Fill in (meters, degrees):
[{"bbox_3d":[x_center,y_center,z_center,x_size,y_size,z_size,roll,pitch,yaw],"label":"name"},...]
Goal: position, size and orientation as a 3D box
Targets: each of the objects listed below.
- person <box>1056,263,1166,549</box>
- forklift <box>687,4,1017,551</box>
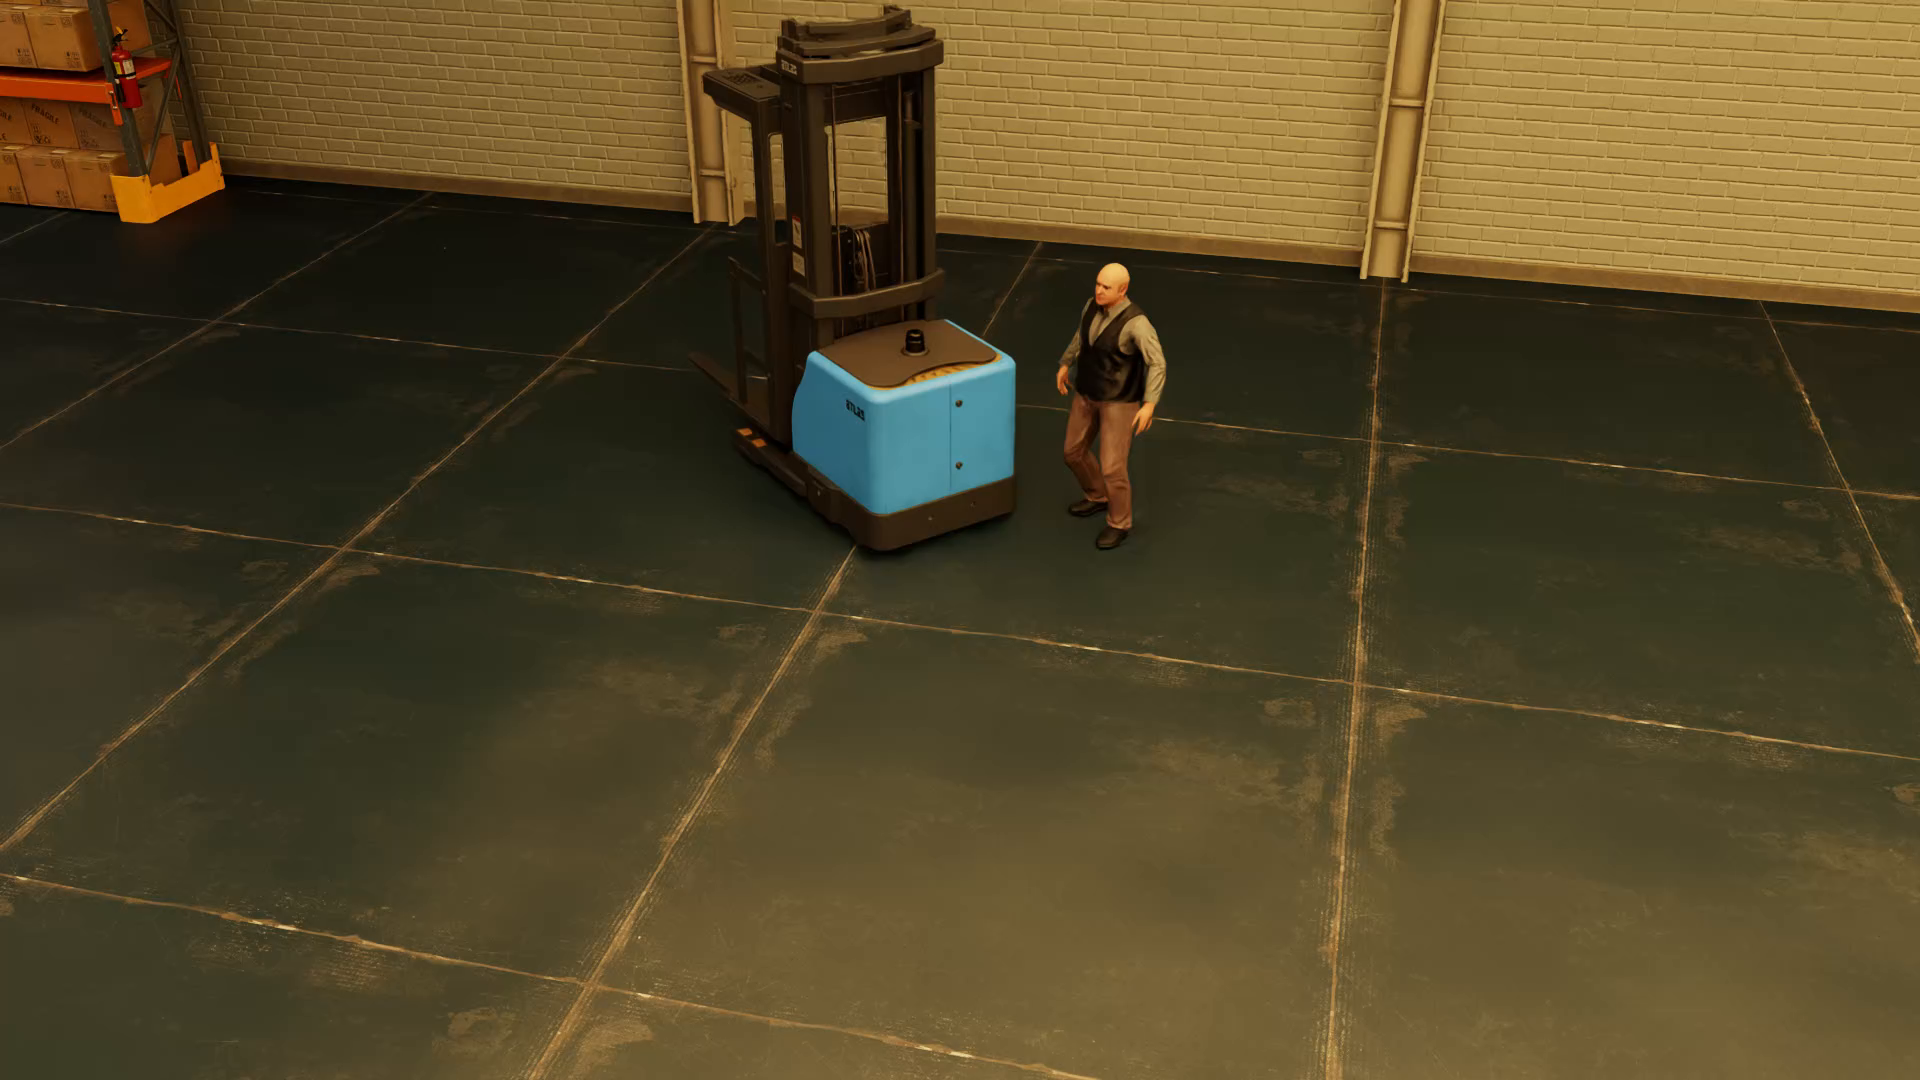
[{"bbox_3d":[0.849,-0.842,9.937,0.482,1.688,0.814,-21,36,-32],"label":"person"},{"bbox_3d":[-0.875,-1.894,10.514,1.130,2.935,3.031,-18,34,-28],"label":"forklift"}]
